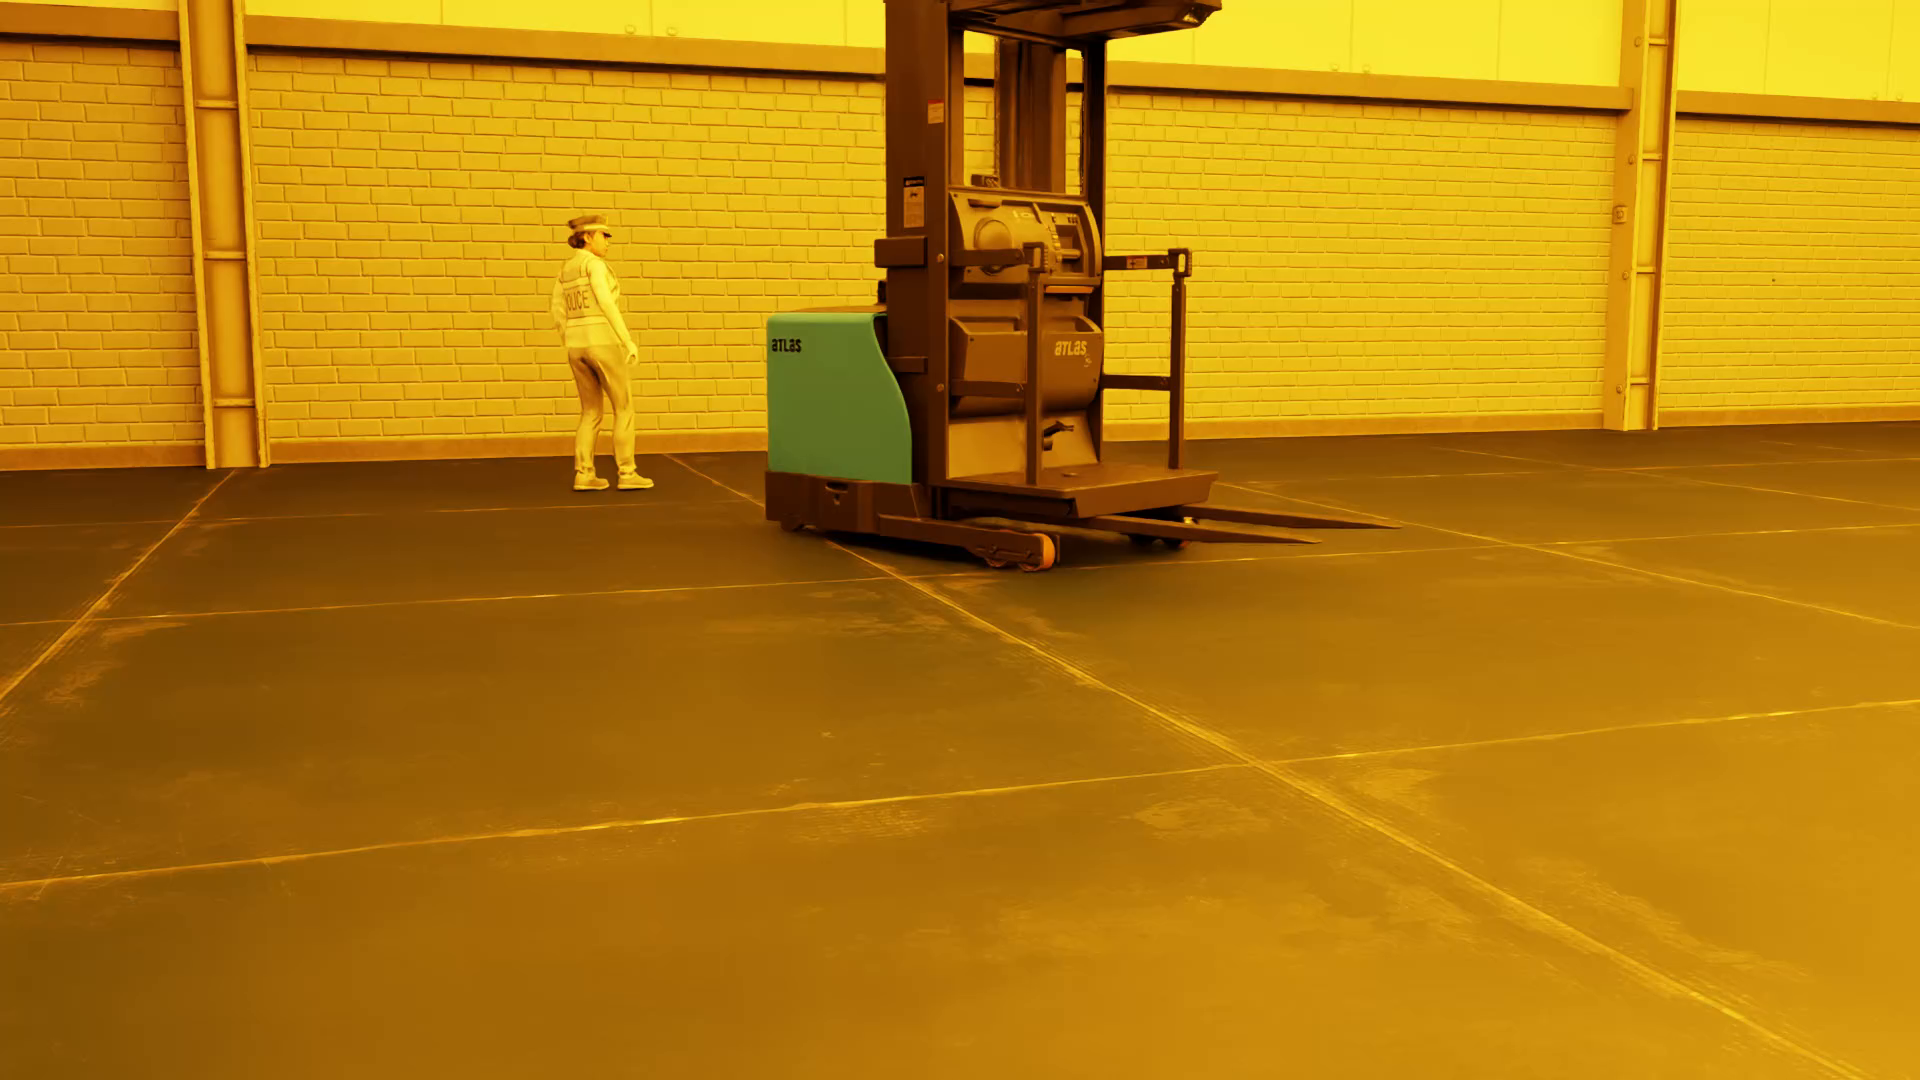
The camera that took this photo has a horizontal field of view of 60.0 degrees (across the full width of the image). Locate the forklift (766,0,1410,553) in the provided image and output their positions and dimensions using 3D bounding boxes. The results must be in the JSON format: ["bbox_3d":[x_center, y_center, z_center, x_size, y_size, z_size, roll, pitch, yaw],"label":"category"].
[{"bbox_3d":[0.620,-1.472,7.869,3.031,2.935,1.130,-2,8,-11],"label":"forklift"}]

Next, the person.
[{"bbox_3d":[-2.157,-1.158,10.100,0.582,1.695,0.533,6,10,36],"label":"person"}]
